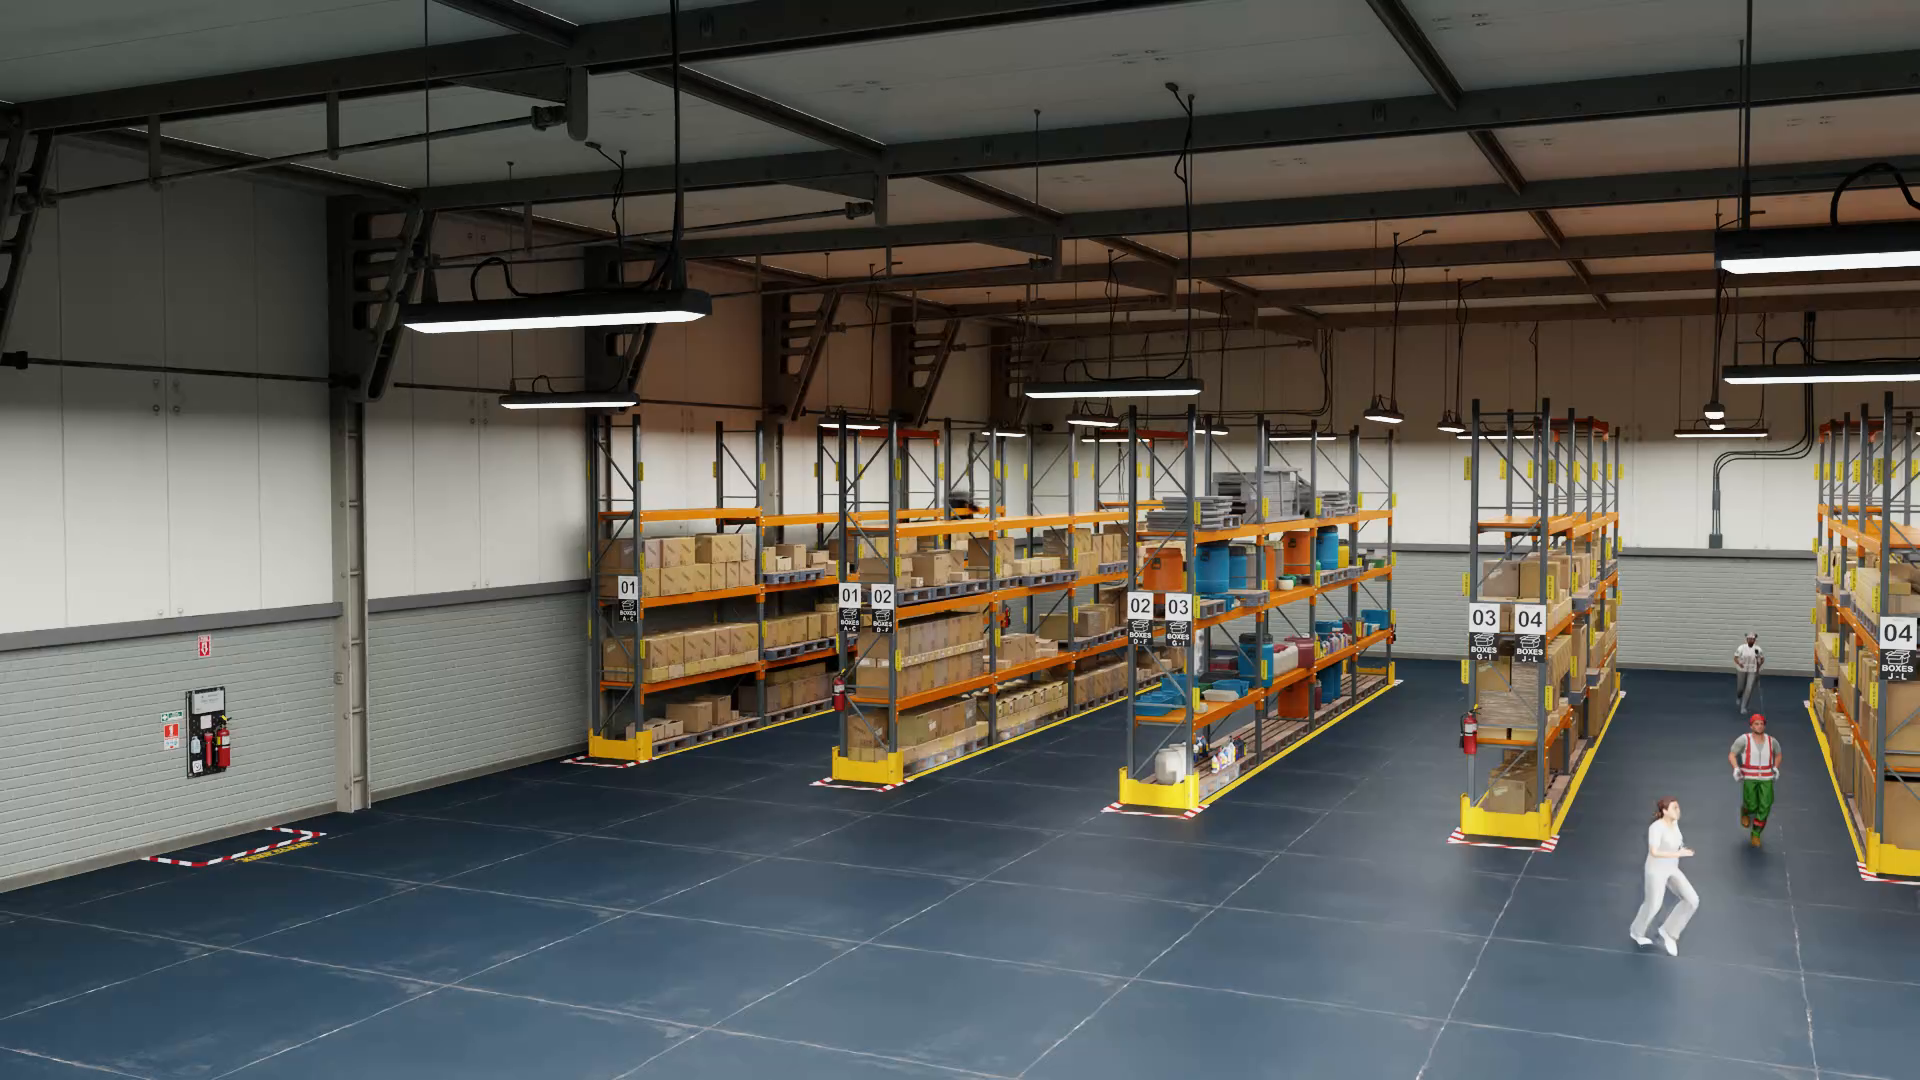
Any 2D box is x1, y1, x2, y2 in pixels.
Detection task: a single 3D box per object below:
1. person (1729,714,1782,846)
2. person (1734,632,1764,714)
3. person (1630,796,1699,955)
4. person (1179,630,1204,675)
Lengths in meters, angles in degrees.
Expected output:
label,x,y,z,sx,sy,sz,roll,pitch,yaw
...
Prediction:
label,x,y,z,sx,sy,sz,roll,pitch,yaw
person,10.764,3.219,22.477,0.670,1.752,0.611,0,2,11
person,16.446,2.754,34.672,0.587,1.683,0.757,1,3,24
person,7.285,3.462,17.234,0.590,1.628,0.793,-1,3,-31
person,5.142,2.614,36.737,0.668,1.785,0.724,1,3,25
